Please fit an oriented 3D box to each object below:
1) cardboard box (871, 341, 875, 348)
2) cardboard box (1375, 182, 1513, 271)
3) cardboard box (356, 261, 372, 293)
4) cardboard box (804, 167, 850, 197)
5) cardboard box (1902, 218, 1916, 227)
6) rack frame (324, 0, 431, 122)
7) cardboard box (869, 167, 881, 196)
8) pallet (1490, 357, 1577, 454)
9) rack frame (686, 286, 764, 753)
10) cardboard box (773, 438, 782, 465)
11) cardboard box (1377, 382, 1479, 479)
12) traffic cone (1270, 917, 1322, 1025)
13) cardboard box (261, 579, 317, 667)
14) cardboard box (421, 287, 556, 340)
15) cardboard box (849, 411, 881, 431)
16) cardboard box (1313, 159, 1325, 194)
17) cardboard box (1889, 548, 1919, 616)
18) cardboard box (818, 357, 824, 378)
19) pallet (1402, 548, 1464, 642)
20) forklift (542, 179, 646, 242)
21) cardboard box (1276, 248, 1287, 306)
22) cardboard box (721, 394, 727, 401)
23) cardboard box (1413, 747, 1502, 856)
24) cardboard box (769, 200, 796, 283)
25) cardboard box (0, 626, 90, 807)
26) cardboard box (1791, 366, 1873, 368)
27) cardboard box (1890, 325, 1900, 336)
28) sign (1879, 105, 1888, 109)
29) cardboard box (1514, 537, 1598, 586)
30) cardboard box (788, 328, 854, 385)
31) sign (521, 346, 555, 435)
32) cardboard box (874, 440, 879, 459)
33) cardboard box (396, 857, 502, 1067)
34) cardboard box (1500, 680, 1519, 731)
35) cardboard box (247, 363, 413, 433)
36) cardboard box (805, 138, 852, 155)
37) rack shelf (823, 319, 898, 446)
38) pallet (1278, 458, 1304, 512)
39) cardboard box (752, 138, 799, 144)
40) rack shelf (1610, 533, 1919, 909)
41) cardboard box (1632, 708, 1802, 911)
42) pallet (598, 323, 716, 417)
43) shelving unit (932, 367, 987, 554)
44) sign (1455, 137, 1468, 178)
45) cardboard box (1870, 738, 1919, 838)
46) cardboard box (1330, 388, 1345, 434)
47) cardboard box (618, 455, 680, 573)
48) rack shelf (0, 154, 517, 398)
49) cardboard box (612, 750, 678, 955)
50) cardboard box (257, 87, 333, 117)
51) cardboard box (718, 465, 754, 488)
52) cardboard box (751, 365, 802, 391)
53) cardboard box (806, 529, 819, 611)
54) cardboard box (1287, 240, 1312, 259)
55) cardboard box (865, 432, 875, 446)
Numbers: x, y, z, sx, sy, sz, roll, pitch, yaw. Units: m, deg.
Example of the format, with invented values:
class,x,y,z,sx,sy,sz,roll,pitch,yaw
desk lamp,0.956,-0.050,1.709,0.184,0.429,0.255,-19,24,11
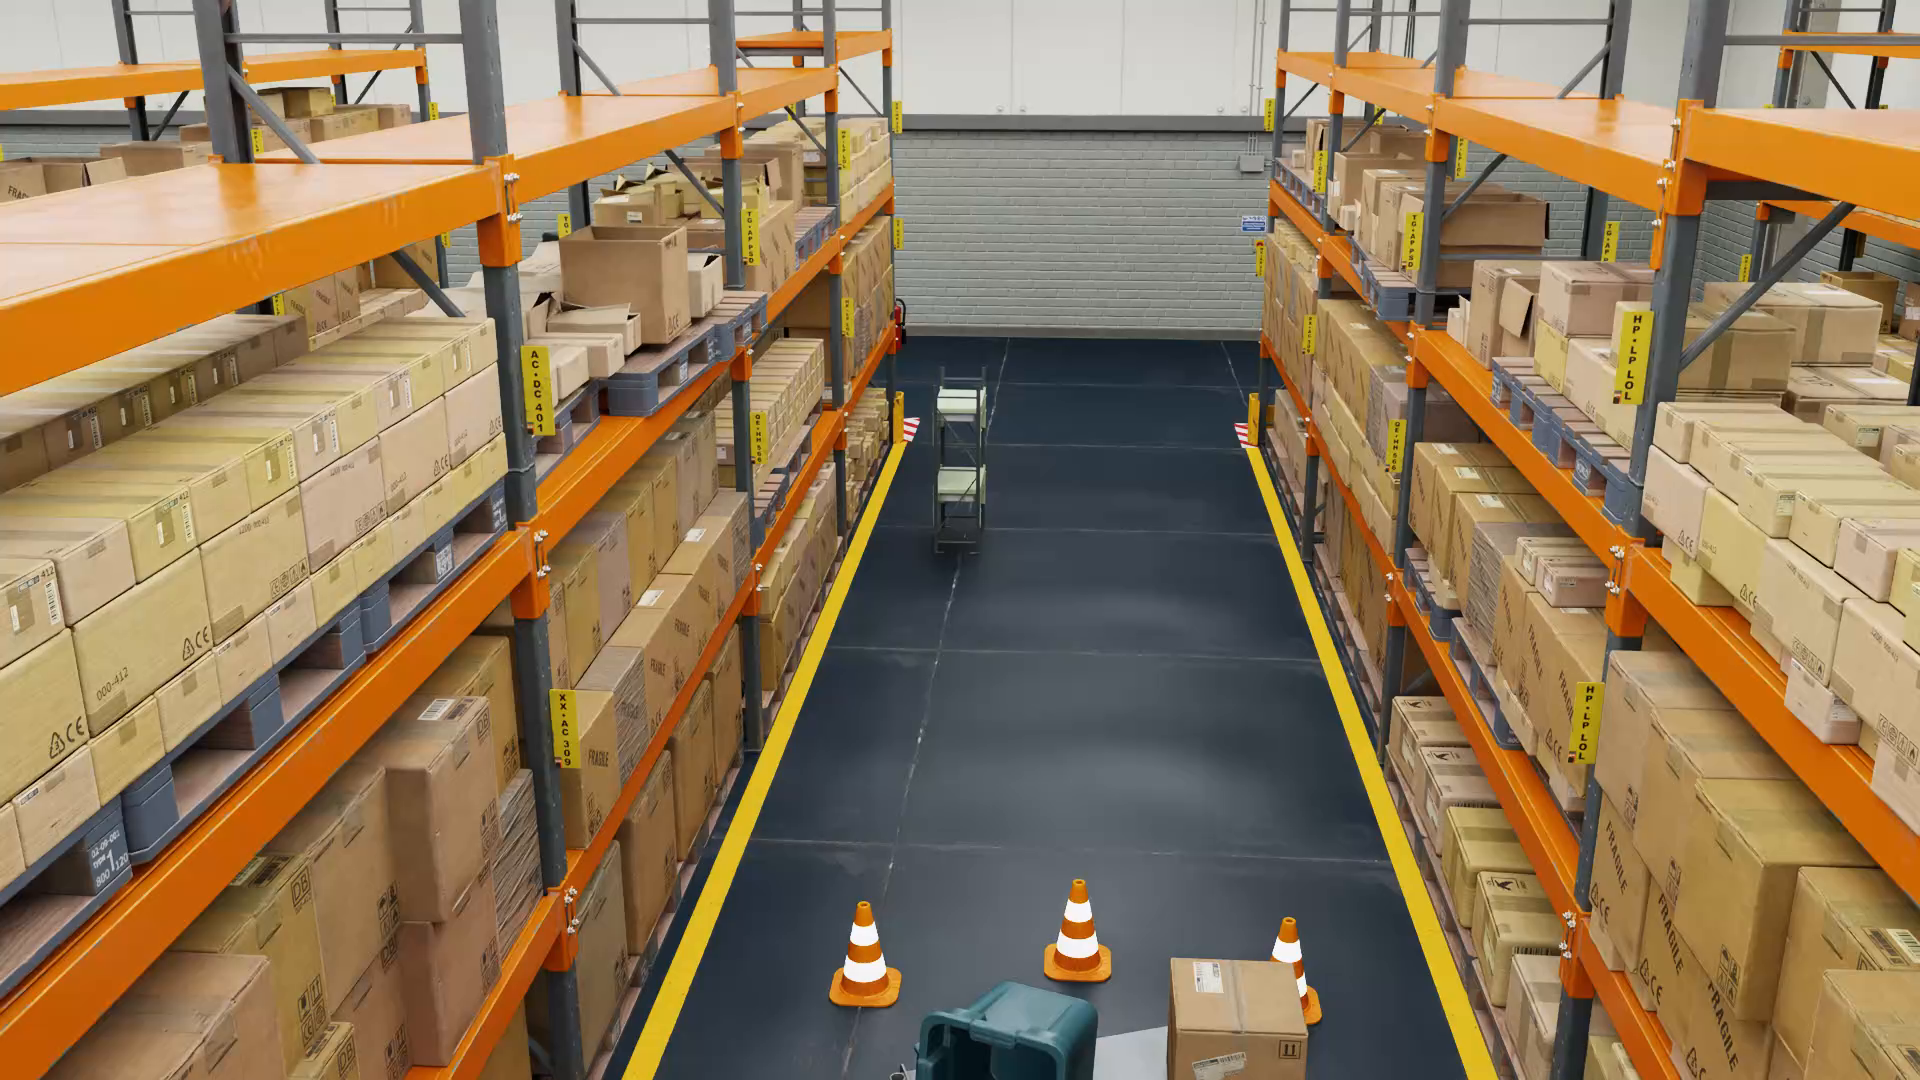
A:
class,x,y,z,sx,sy,sz,roll,pitch,yaw
cardboard box,-1.049,-2.022,16.680,0.380,0.149,0.250,0,18,1
cardboard box,3.046,-1.985,10.511,0.700,0.500,0.500,0,18,1
cardboard box,-6.486,-2.835,17.316,0.500,0.500,0.500,1,18,3
cardboard box,-1.219,-3.058,14.059,0.500,0.250,0.500,2,18,6
cardboard box,8.182,-2.717,13.984,0.380,0.149,0.250,2,18,6
rack frame,-6.146,-5.557,17.432,1.000,3.000,0.127,1,18,4
cardboard box,-1.053,-3.459,16.086,0.500,0.250,0.500,2,18,6
pallet,3.100,-0.606,7.440,1.213,0.211,1.003,1,18,4
rack frame,-1.780,-0.080,10.349,1.000,3.000,0.127,1,18,4
cardboard box,-1.474,-0.628,11.752,0.380,0.149,0.250,2,18,6
cardboard box,2.941,-0.690,10.445,0.500,0.500,0.500,1,18,2
traffic cone,1.570,2.031,7.982,0.336,0.463,0.334,1,18,4
cardboard box,-1.882,0.204,4.236,0.380,0.149,0.250,1,18,4
cardboard box,-2.161,-1.017,7.700,0.500,0.311,0.500,1,18,2
cardboard box,-1.004,-1.198,16.711,0.380,0.149,0.250,2,18,6
cardboard box,3.178,-3.057,13.999,0.396,0.266,0.258,2,18,6
cardboard box,2.501,0.132,4.009,0.380,0.149,0.250,2,18,5
cardboard box,-1.325,-1.416,13.678,0.380,0.149,0.250,2,18,6
pallet,3.220,0.314,9.455,1.213,0.211,1.003,1,18,4
forklift,-3.280,-1.941,16.138,1.130,2.935,3.031,14,23,36
cardboard box,3.360,-2.545,16.105,0.500,0.500,0.500,1,18,3
cardboard box,-2.035,-1.049,13.035,0.380,0.149,0.250,1,18,4
cardboard box,3.069,1.453,9.217,0.950,0.372,0.625,1,18,3
cardboard box,-1.414,-2.035,11.339,0.500,0.500,0.500,1,18,4
cardboard box,-2.028,0.360,3.117,0.500,0.250,0.500,1,18,3
cardboard box,3.355,-0.642,6.815,0.500,0.250,0.500,1,18,3
cardboard box,8.805,-1.821,15.426,0.500,0.250,0.500,1,18,4
sign,9.241,-4.203,16.694,0.100,0.325,0.005,1,18,4
cardboard box,2.718,0.096,7.457,0.380,0.149,0.250,1,18,2
cardboard box,-1.206,-1.659,14.531,0.500,0.500,0.500,1,18,3
sign,-1.513,-0.534,5.962,0.100,0.325,0.005,1,18,4
cardboard box,-1.019,-0.921,16.821,0.380,0.149,0.250,0,18,1
cardboard box,-2.098,1.377,5.661,0.875,0.550,0.550,1,18,4
cardboard box,2.673,0.754,7.534,0.380,0.149,0.250,1,18,4
cardboard box,-1.830,-0.415,4.842,0.380,0.149,0.250,2,18,5
cardboard box,-1.153,-3.431,14.557,0.380,0.149,0.250,1,18,2
rack shelf,-1.350,-1.601,16.149,1.077,0.370,4.000,1,18,4
pallet,3.669,-0.532,16.209,1.003,0.211,1.213,1,18,4
cardboard box,-1.623,-3.445,14.599,0.380,0.149,0.250,2,18,6
rack shelf,2.734,0.779,4.066,1.077,0.370,4.000,1,18,4
cardboard box,2.572,0.868,5.214,0.700,0.500,0.500,1,18,4
pallet,-1.850,-0.867,8.238,1.003,0.211,1.213,2,18,6
shelving unit,0.000,-0.711,14.683,0.431,1.500,0.755,1,18,4
sign,3.993,-3.055,13.275,0.100,0.325,0.005,1,18,4
cardboard box,2.403,0.583,3.913,0.380,0.149,0.250,1,18,3
cardboard box,3.066,-0.960,12.474,0.500,0.250,0.500,2,18,5
cardboard box,-1.892,-0.147,8.787,0.700,0.500,0.500,1,18,3
rack shelf,-2.210,-0.535,3.903,1.077,0.370,4.000,1,18,4
cardboard box,-2.039,1.538,8.352,1.050,0.750,0.750,1,18,4
cardboard box,-6.301,-4.156,15.772,0.500,0.250,0.500,1,18,2
cardboard box,-1.545,-0.447,10.721,0.380,0.149,0.250,2,18,6
cardboard box,-1.406,-1.235,12.647,0.380,0.149,0.250,1,18,2
cardboard box,-1.373,0.220,12.774,0.500,0.500,0.500,1,18,3
cardboard box,3.283,-2.731,15.634,0.380,0.149,0.250,1,18,3
cardboard box,-1.056,-0.979,16.519,0.380,0.149,0.250,2,18,7
